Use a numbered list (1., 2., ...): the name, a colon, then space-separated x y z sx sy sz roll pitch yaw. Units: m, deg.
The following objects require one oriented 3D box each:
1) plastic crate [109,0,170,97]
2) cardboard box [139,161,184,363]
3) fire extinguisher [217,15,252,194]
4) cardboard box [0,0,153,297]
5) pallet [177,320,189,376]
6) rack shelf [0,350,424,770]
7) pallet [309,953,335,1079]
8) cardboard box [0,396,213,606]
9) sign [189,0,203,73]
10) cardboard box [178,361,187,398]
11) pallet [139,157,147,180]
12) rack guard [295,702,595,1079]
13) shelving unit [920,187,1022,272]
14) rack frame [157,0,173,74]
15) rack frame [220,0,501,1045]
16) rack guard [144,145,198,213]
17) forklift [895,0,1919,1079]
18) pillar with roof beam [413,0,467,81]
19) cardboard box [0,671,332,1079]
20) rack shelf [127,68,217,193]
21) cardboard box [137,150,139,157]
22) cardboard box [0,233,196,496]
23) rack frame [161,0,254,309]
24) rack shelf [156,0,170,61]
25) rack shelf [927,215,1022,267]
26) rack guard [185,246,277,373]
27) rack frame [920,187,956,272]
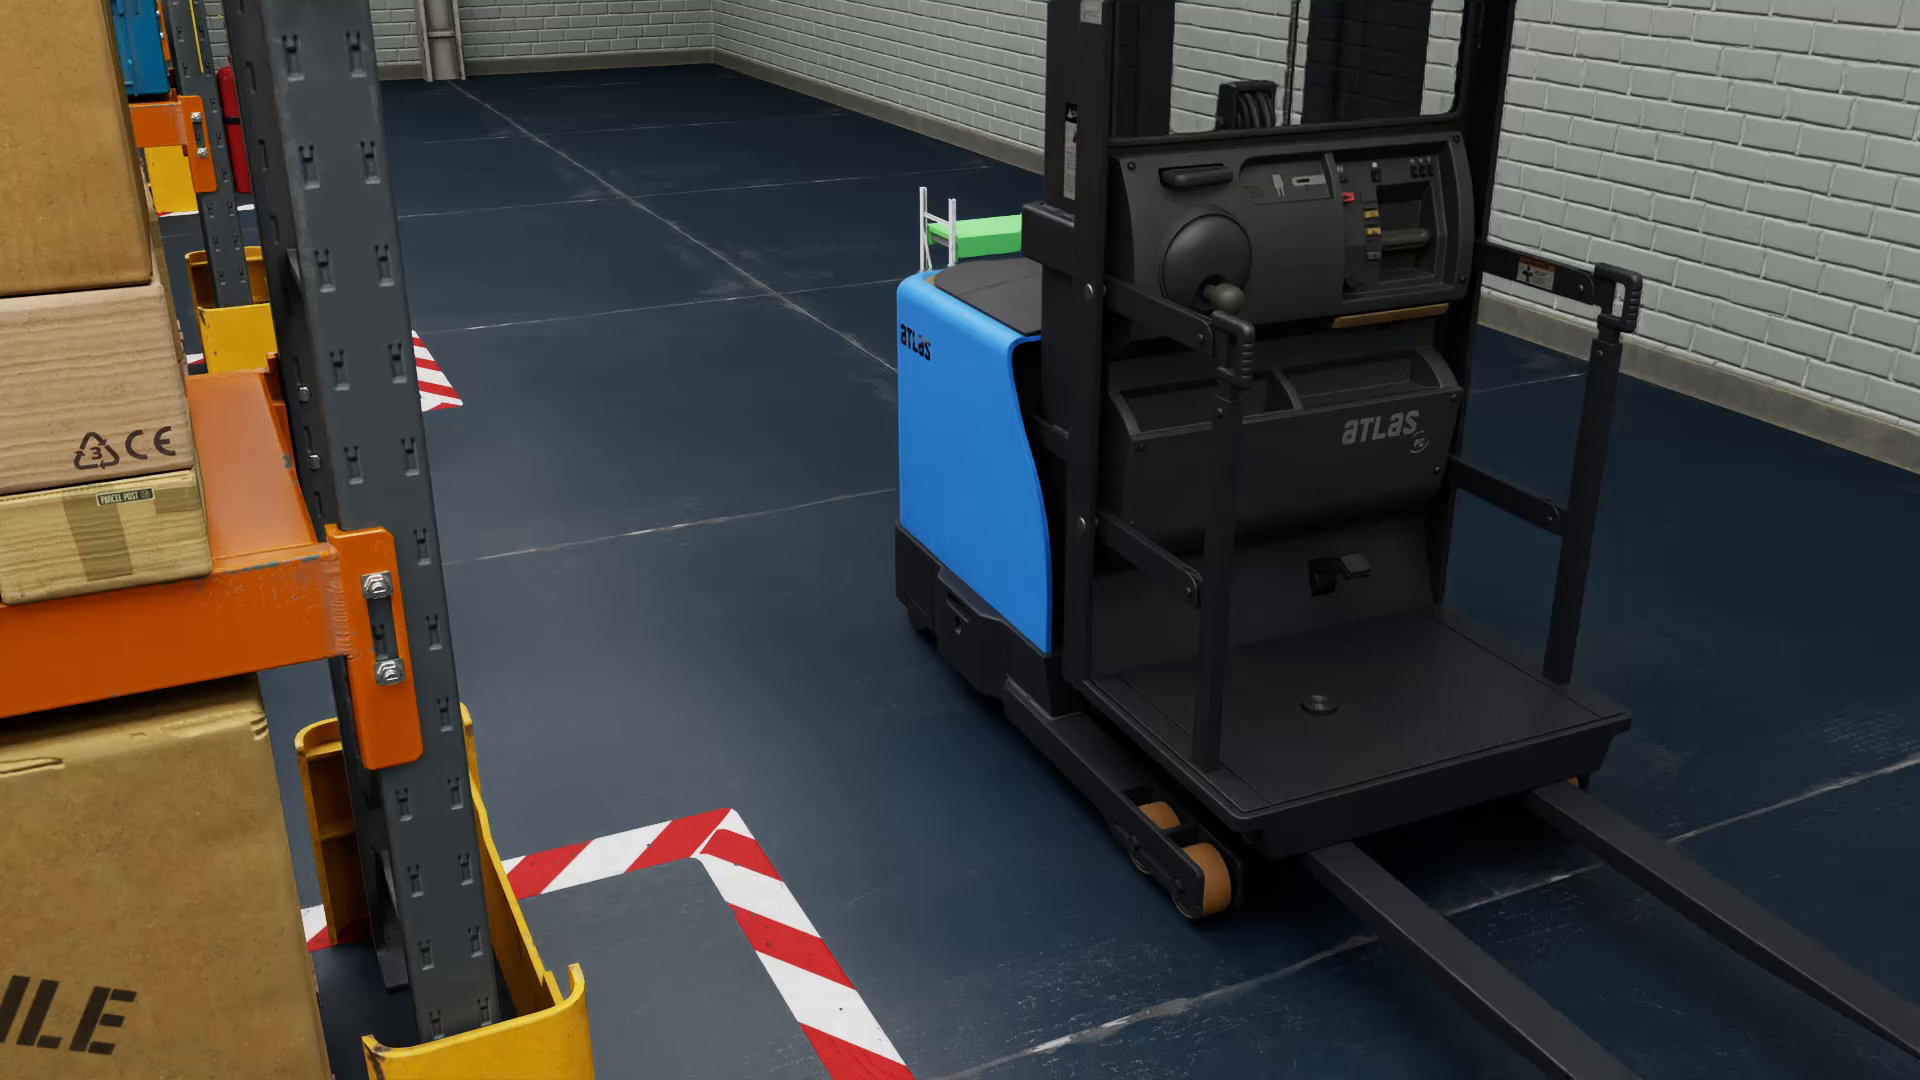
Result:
1. plastic crate: -3.385 -1.986 6.501 0.499 0.435 0.616 -10 25 -24
2. cardboard box: -1.566 -0.436 2.689 0.500 0.250 0.500 -11 25 -25
3. fire extinguisher: -2.832 -1.722 6.577 0.183 0.674 0.296 -10 25 -24
4. cardboard box: -1.341 -0.598 2.099 0.500 0.500 0.500 -10 25 -23
5. pallet: -3.924 -0.650 7.044 1.213 0.211 1.003 -10 25 -24
6. rack shelf: -2.819 0.309 2.021 4.000 0.370 1.077 -10 25 -24
7. pallet: -1.703 1.093 2.833 1.213 0.211 1.003 -10 25 -24
8. cardboard box: -1.194 -0.066 2.316 0.250 0.149 0.380 -10 24 -23
9. sign: -2.911 -1.950 6.326 0.005 0.325 0.100 -10 25 -24
10. cardboard box: -1.479 -0.293 2.865 0.250 0.149 0.380 -10 25 -23
11. pallet: -6.096 -2.336 11.117 1.213 0.211 1.003 -10 25 -24
12. rack guard: -0.995 0.796 3.173 0.348 0.500 1.175 -10 25 -24
13. shelving unit: 0.149 -0.582 5.587 0.503 1.200 0.258 -10 25 -24
14. rack frame: -5.309 -3.769 10.934 0.127 3.000 1.000 -10 25 -24
15. rack frame: -1.016 -0.355 2.685 0.127 3.000 1.000 -10 25 -24
16. rack guard: -5.378 -2.602 11.382 0.348 0.500 1.175 -10 25 -24
17. forklift: 0.871 -0.699 3.606 1.130 2.935 3.031 -10 24 -23
18. pillar with roof beam: -3.536 -7.510 12.127 0.400 9.000 9.100 -10 25 -24
19. cardboard box: -1.558 0.567 2.688 0.875 0.875 0.875 -10 25 -24
20. rack shelf: -4.967 -1.397 6.145 4.000 0.370 1.077 -10 25 -24
21. cardboard box: -5.836 -2.704 11.513 0.250 0.149 0.380 -10 25 -24
22. cardboard box: -1.338 -0.251 2.242 0.500 0.250 0.500 -11 25 -24
23. rack frame: -3.165 -2.062 6.808 0.127 3.000 1.000 -10 25 -24
24. rack shelf: -7.112 -3.105 10.270 4.000 0.370 1.077 -10 25 -24
25. rack shelf: 0.149 -0.966 5.428 0.480 0.148 0.258 -10 25 -24
26. rack guard: -3.149 -0.915 7.307 0.348 0.500 1.175 -10 25 -24
27. rack frame: -0.071 -0.541 5.489 0.015 1.200 0.240 -10 25 -24
